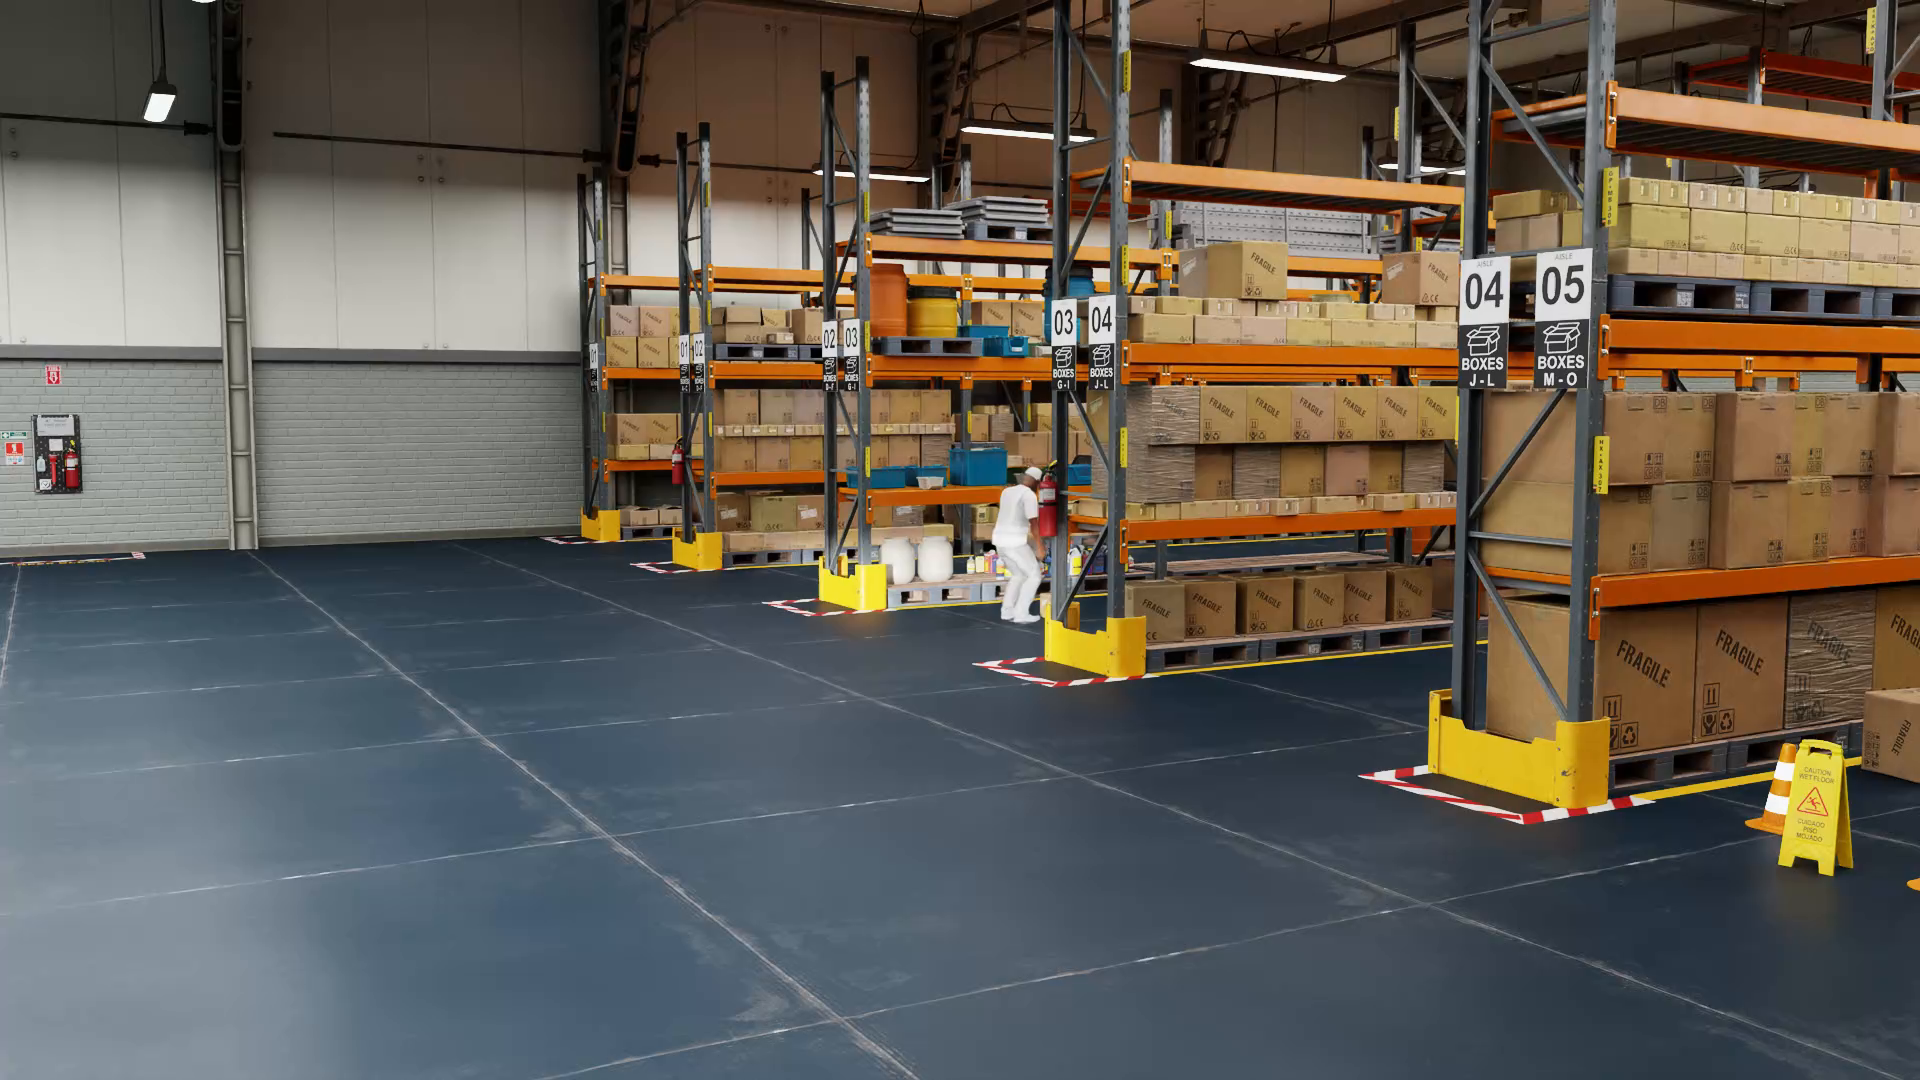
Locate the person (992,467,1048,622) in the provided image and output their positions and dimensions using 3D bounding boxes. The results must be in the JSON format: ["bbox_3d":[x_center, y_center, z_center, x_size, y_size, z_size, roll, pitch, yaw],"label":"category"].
[{"bbox_3d":[0.634,0.040,17.563,0.599,1.614,0.616,-3,6,-28],"label":"person"}]
